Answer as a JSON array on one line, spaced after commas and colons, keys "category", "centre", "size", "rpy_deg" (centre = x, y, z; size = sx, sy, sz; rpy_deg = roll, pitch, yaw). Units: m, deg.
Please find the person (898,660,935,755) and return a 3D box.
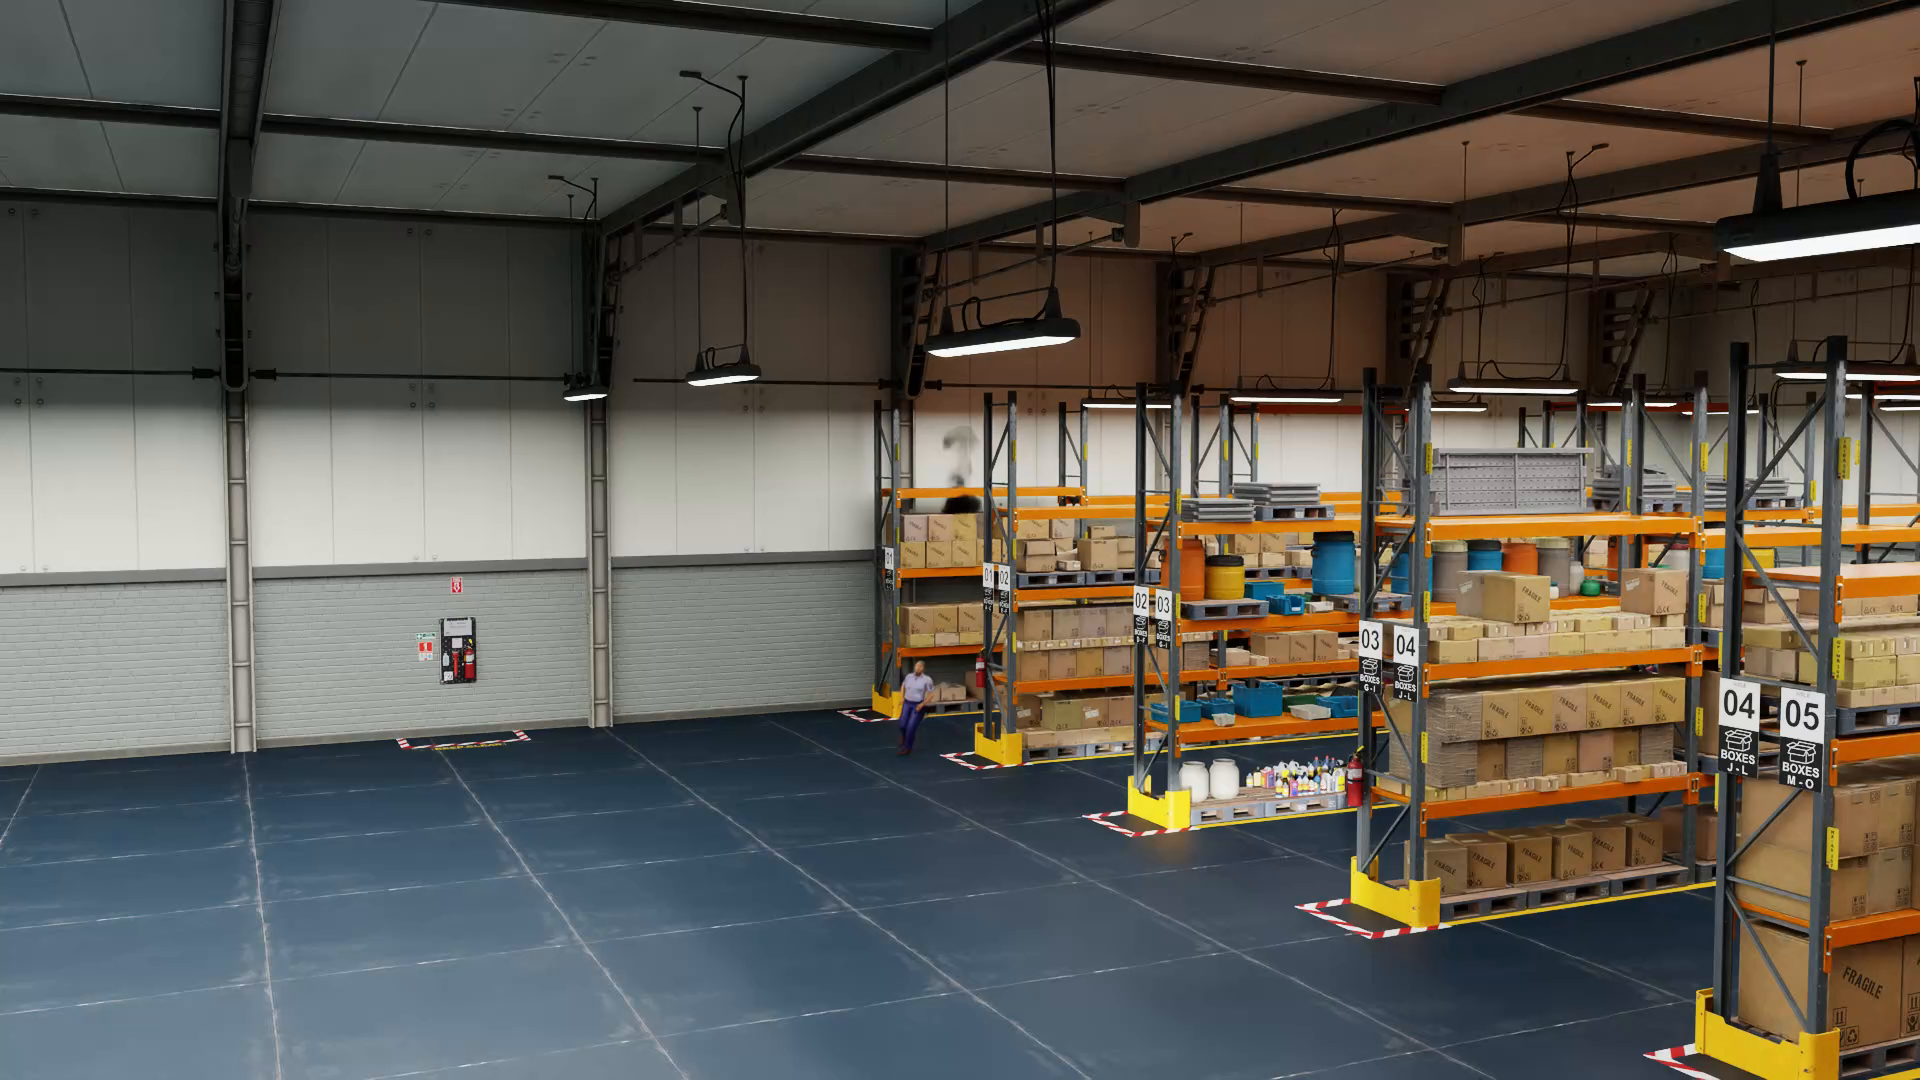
[{"category": "person", "centre": [-0.753, 2.778, 27.537], "size": [0.645, 1.574, 0.512], "rpy_deg": [1, 3, 18]}]
